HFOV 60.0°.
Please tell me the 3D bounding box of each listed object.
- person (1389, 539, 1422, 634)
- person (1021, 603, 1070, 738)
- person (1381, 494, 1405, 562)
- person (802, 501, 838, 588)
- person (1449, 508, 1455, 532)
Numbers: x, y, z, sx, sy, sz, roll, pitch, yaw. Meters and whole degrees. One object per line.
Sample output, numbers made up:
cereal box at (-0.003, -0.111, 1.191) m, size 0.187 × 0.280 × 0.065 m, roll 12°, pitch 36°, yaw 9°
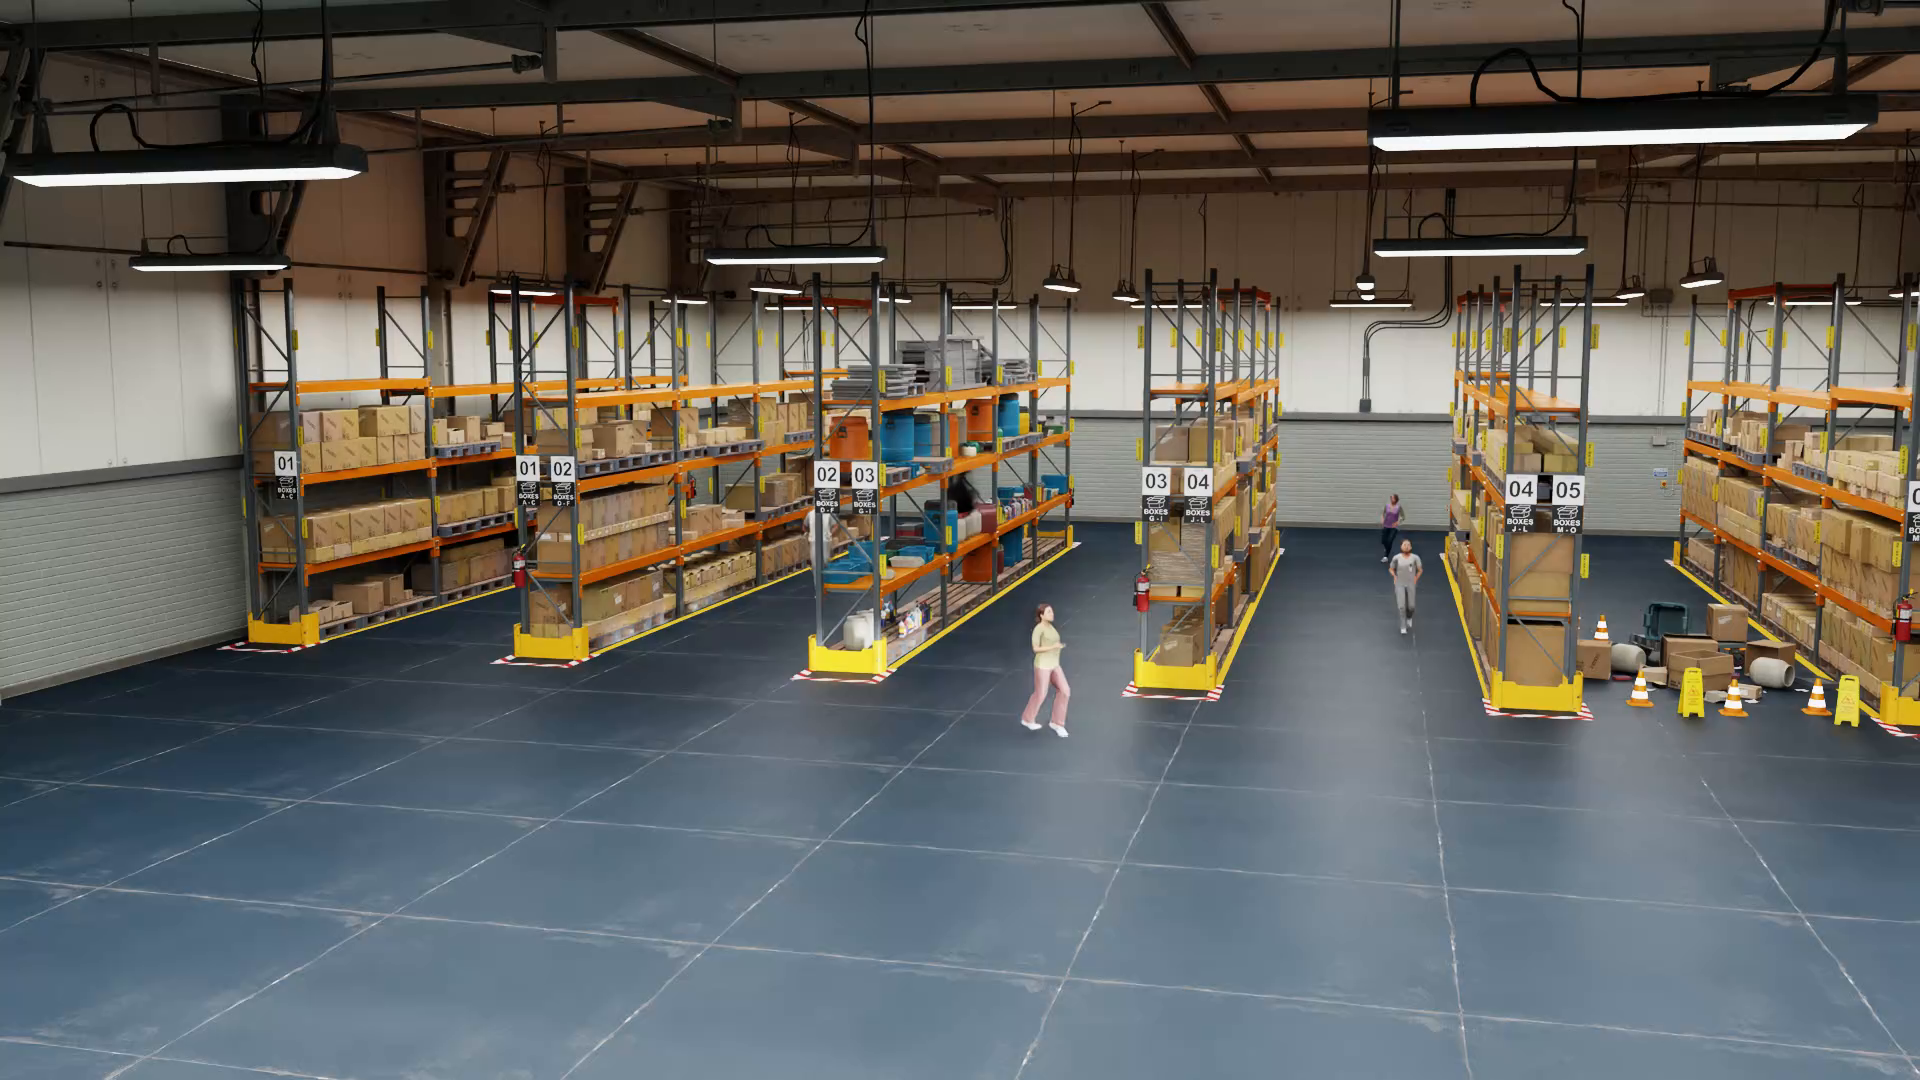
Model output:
person at (7.628, 0.784, 28.498) m, size 0.561 × 1.620 × 0.588 m, roll 2°, pitch 7°, yaw 14°
person at (1.079, 1.648, 21.110) m, size 0.698 × 1.717 × 0.559 m, roll 6°, pitch 9°, yaw 39°
person at (9.839, -0.286, 37.814) m, size 0.558 × 1.555 × 0.528 m, roll 4°, pitch 8°, yaw 29°
person at (-2.688, 0.039, 31.791) m, size 0.685 × 1.748 × 0.605 m, roll 0°, pitch 7°, yaw 3°
person at (11.867, -0.552, 39.128) m, size 0.693 × 1.705 × 0.697 m, roll 2°, pitch 7°, yaw 13°
